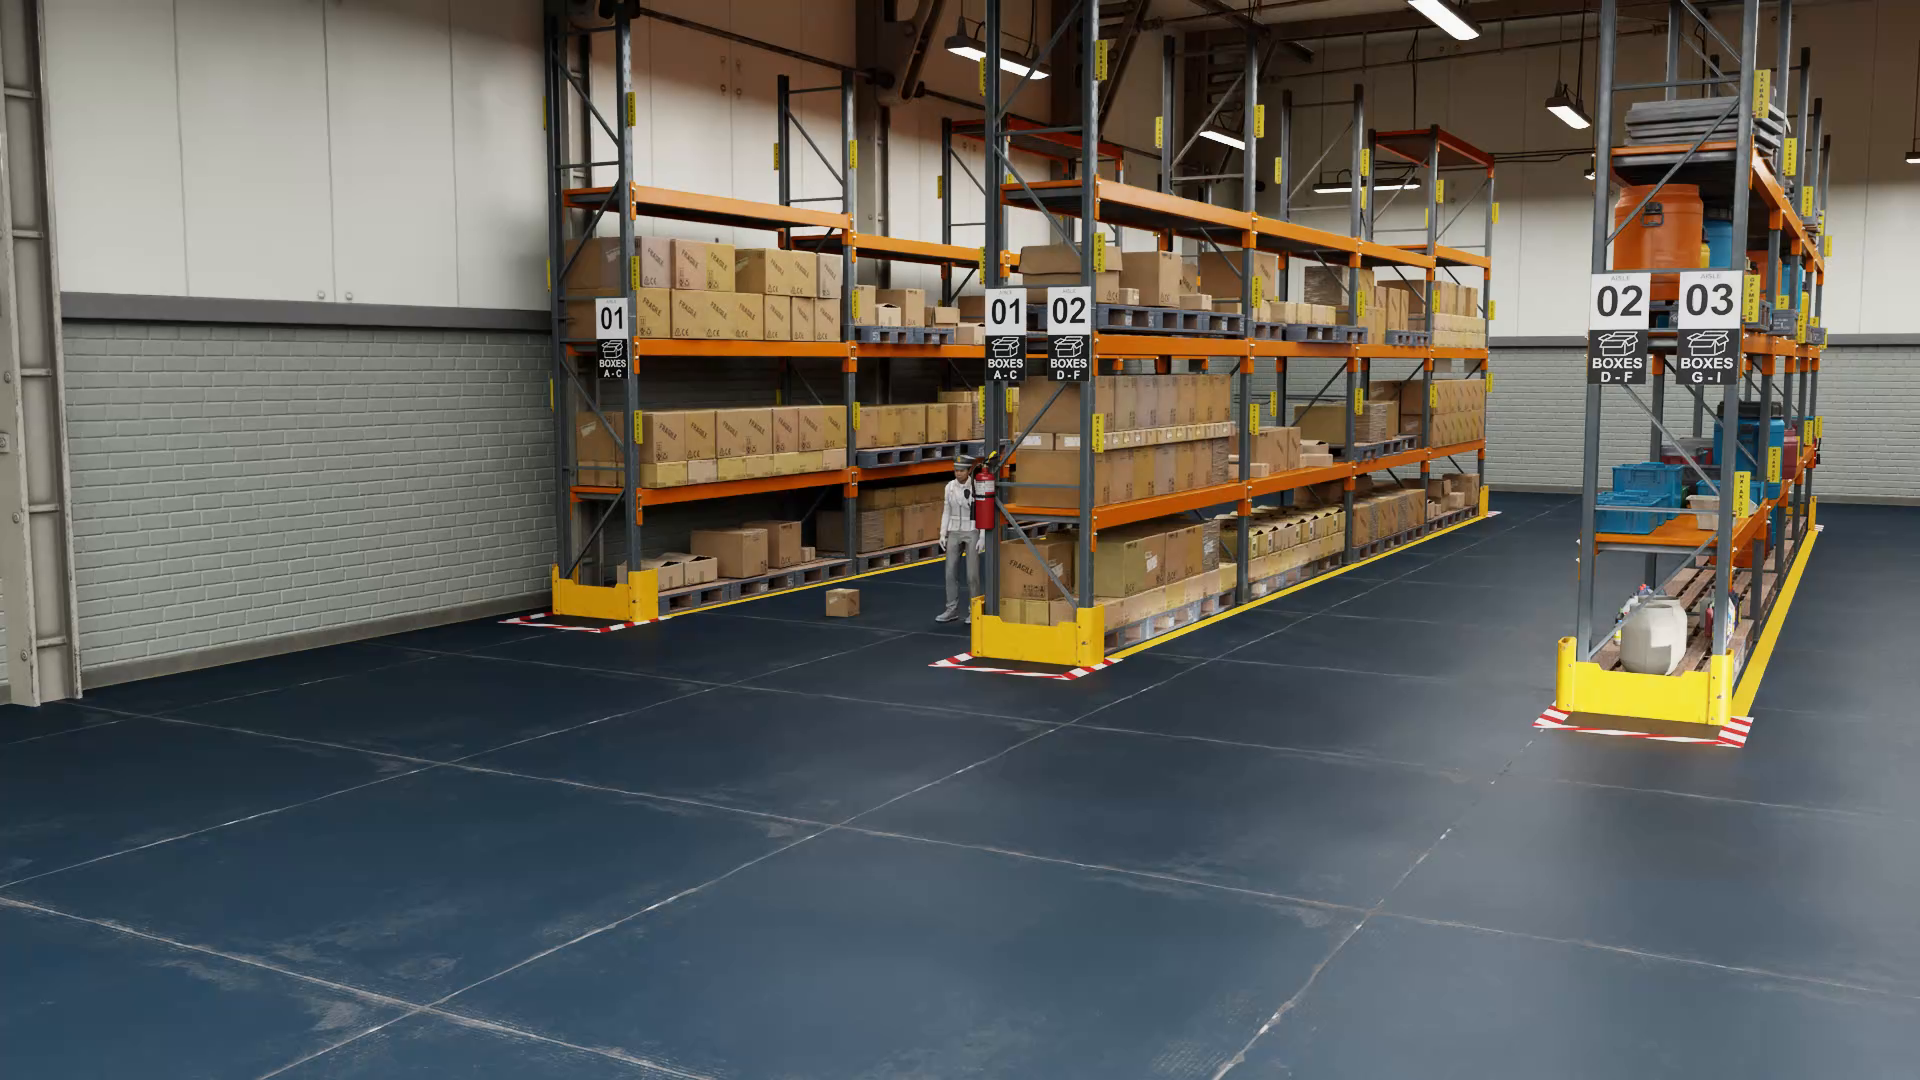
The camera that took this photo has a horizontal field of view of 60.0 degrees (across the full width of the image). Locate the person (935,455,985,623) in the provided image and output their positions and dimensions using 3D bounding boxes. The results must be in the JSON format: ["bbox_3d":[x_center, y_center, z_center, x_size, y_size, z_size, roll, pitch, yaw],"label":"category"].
[{"bbox_3d":[0.040,-0.016,16.506,0.526,1.663,0.374,3,7,27],"label":"person"}]
